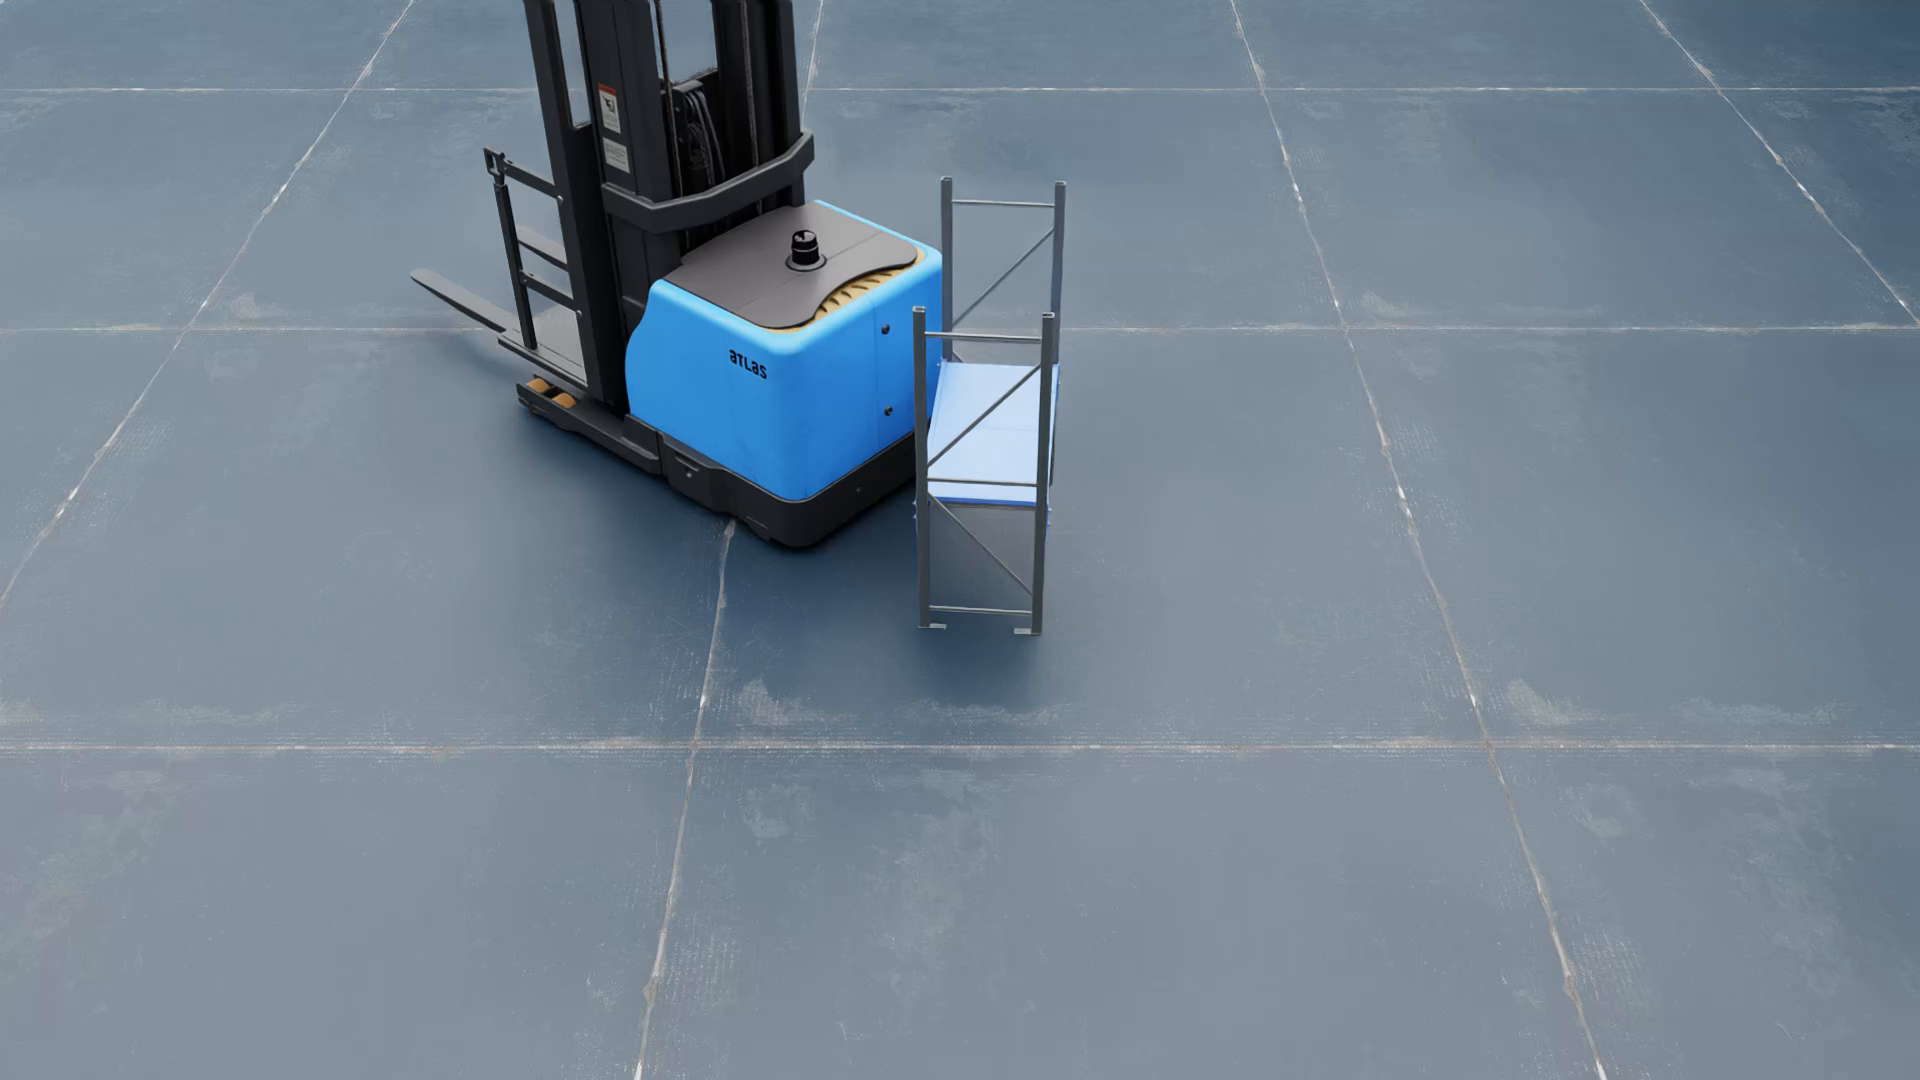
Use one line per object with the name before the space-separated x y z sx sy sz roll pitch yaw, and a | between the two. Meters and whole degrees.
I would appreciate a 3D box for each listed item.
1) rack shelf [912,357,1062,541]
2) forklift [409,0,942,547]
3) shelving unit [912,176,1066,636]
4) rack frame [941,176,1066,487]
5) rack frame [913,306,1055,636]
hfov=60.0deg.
rack shelf | 0.129 -0.394 6.830 0.538 0.185 1.000 3 39 4
forklift | -1.490 -1.895 7.271 3.031 2.935 1.130 28 47 31
shelving unit | 0.129 -0.534 6.717 0.538 1.500 1.048 3 39 4
rack frame | 0.174 -0.851 7.112 0.500 1.500 0.032 3 39 4
rack frame | 0.083 -0.217 6.322 0.500 1.500 0.032 3 39 4
